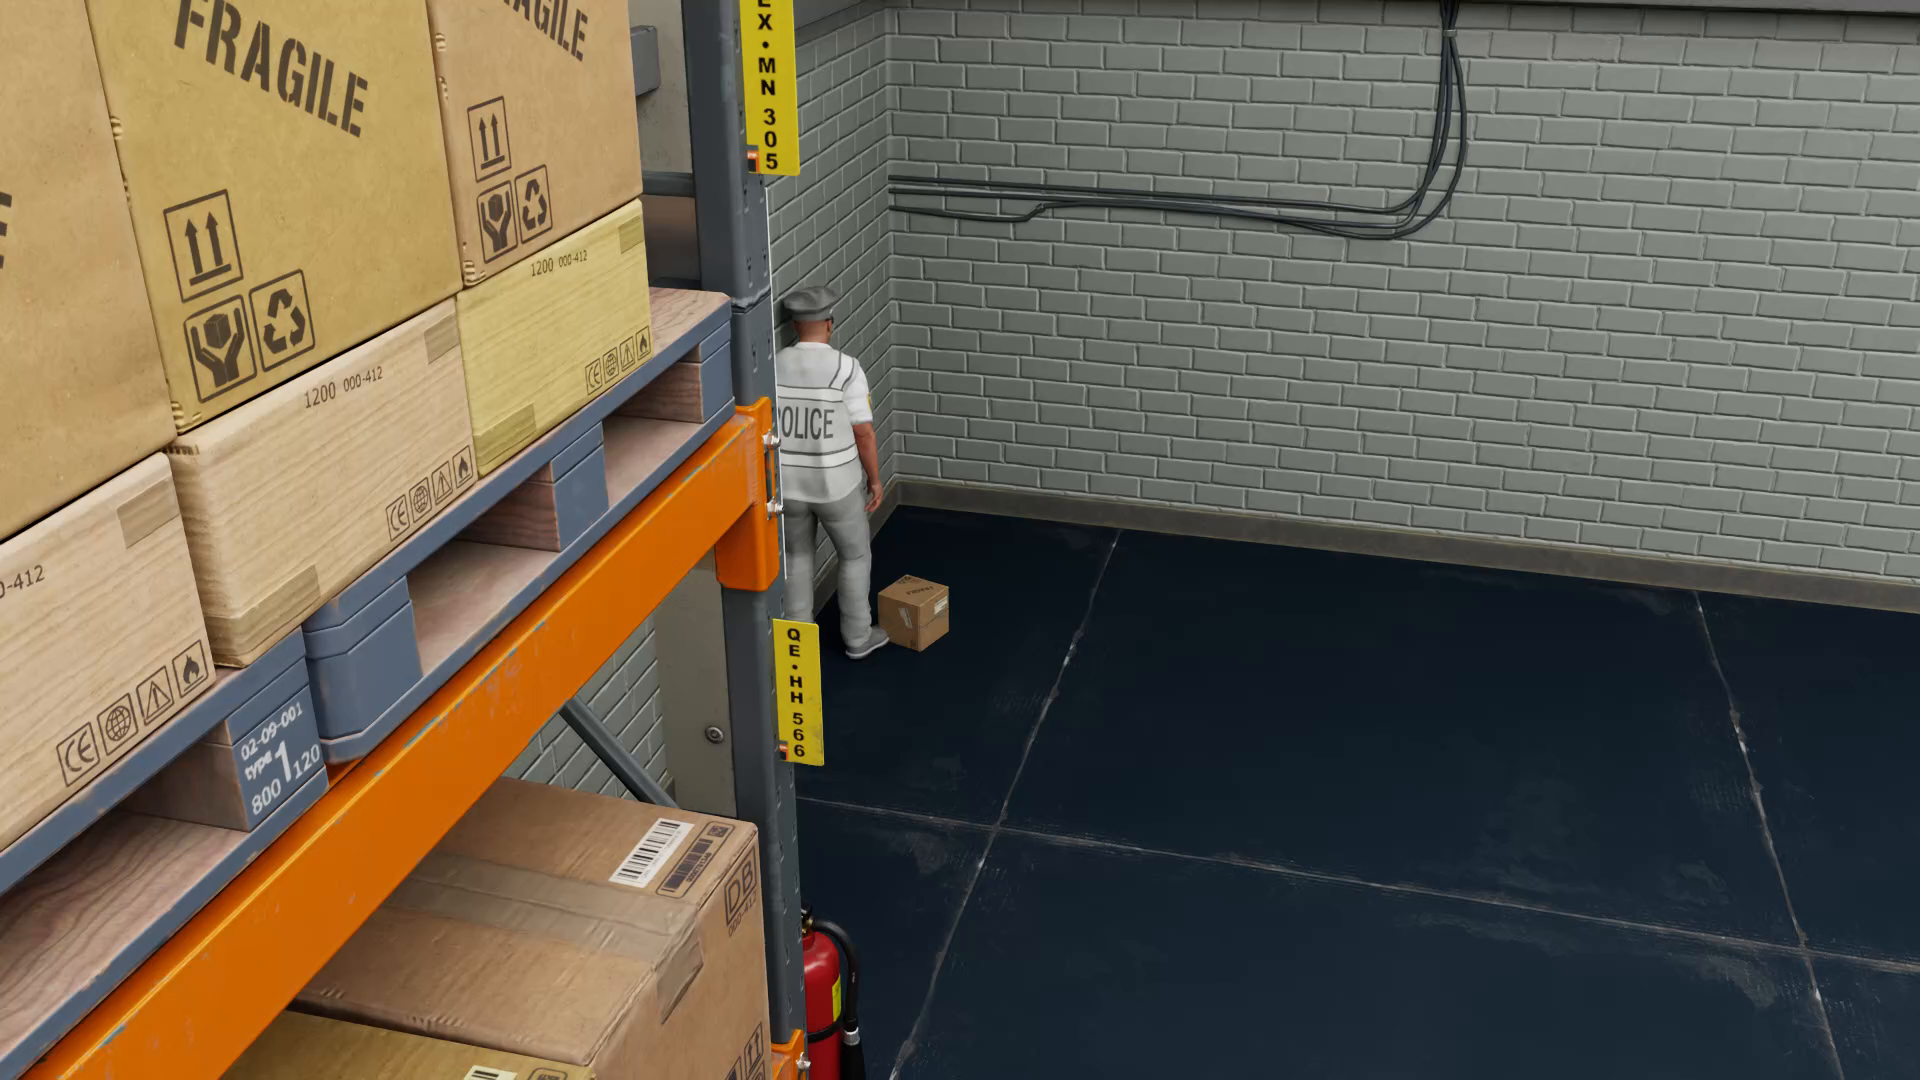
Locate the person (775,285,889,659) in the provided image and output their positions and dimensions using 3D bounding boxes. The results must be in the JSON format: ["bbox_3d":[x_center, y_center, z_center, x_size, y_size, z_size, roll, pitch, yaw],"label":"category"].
[{"bbox_3d":[-0.658,-0.274,7.683,0.592,1.748,0.435,6,26,12],"label":"person"}]
